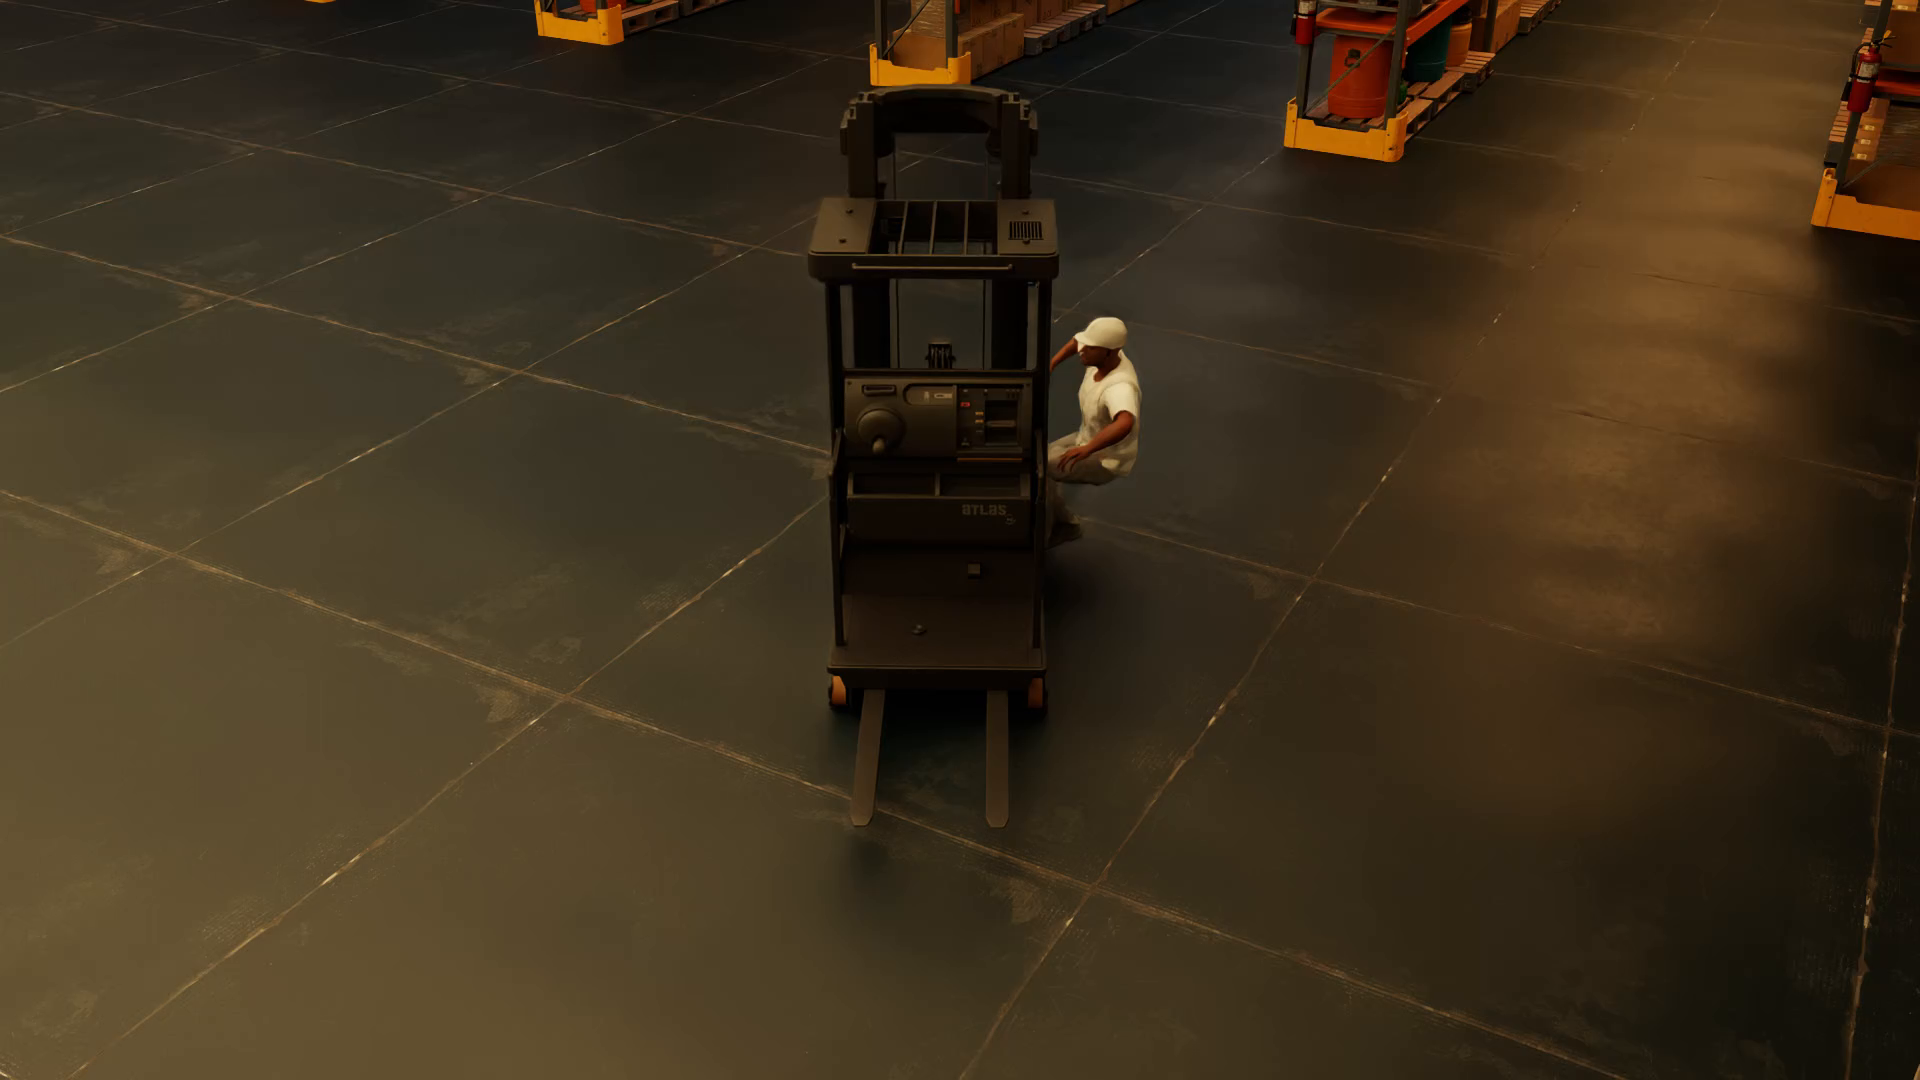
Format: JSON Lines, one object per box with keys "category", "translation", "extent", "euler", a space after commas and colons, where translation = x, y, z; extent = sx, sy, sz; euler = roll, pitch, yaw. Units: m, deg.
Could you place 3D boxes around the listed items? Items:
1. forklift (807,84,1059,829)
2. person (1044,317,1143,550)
{"category": "forklift", "translation": [-0.107, -0.563, 8.047], "extent": [1.130, 2.935, 3.031], "euler": [1, 30, 1]}
{"category": "person", "translation": [0.581, -0.535, 9.305], "extent": [0.842, 1.500, 1.186], "euler": [-6, 31, -10]}
